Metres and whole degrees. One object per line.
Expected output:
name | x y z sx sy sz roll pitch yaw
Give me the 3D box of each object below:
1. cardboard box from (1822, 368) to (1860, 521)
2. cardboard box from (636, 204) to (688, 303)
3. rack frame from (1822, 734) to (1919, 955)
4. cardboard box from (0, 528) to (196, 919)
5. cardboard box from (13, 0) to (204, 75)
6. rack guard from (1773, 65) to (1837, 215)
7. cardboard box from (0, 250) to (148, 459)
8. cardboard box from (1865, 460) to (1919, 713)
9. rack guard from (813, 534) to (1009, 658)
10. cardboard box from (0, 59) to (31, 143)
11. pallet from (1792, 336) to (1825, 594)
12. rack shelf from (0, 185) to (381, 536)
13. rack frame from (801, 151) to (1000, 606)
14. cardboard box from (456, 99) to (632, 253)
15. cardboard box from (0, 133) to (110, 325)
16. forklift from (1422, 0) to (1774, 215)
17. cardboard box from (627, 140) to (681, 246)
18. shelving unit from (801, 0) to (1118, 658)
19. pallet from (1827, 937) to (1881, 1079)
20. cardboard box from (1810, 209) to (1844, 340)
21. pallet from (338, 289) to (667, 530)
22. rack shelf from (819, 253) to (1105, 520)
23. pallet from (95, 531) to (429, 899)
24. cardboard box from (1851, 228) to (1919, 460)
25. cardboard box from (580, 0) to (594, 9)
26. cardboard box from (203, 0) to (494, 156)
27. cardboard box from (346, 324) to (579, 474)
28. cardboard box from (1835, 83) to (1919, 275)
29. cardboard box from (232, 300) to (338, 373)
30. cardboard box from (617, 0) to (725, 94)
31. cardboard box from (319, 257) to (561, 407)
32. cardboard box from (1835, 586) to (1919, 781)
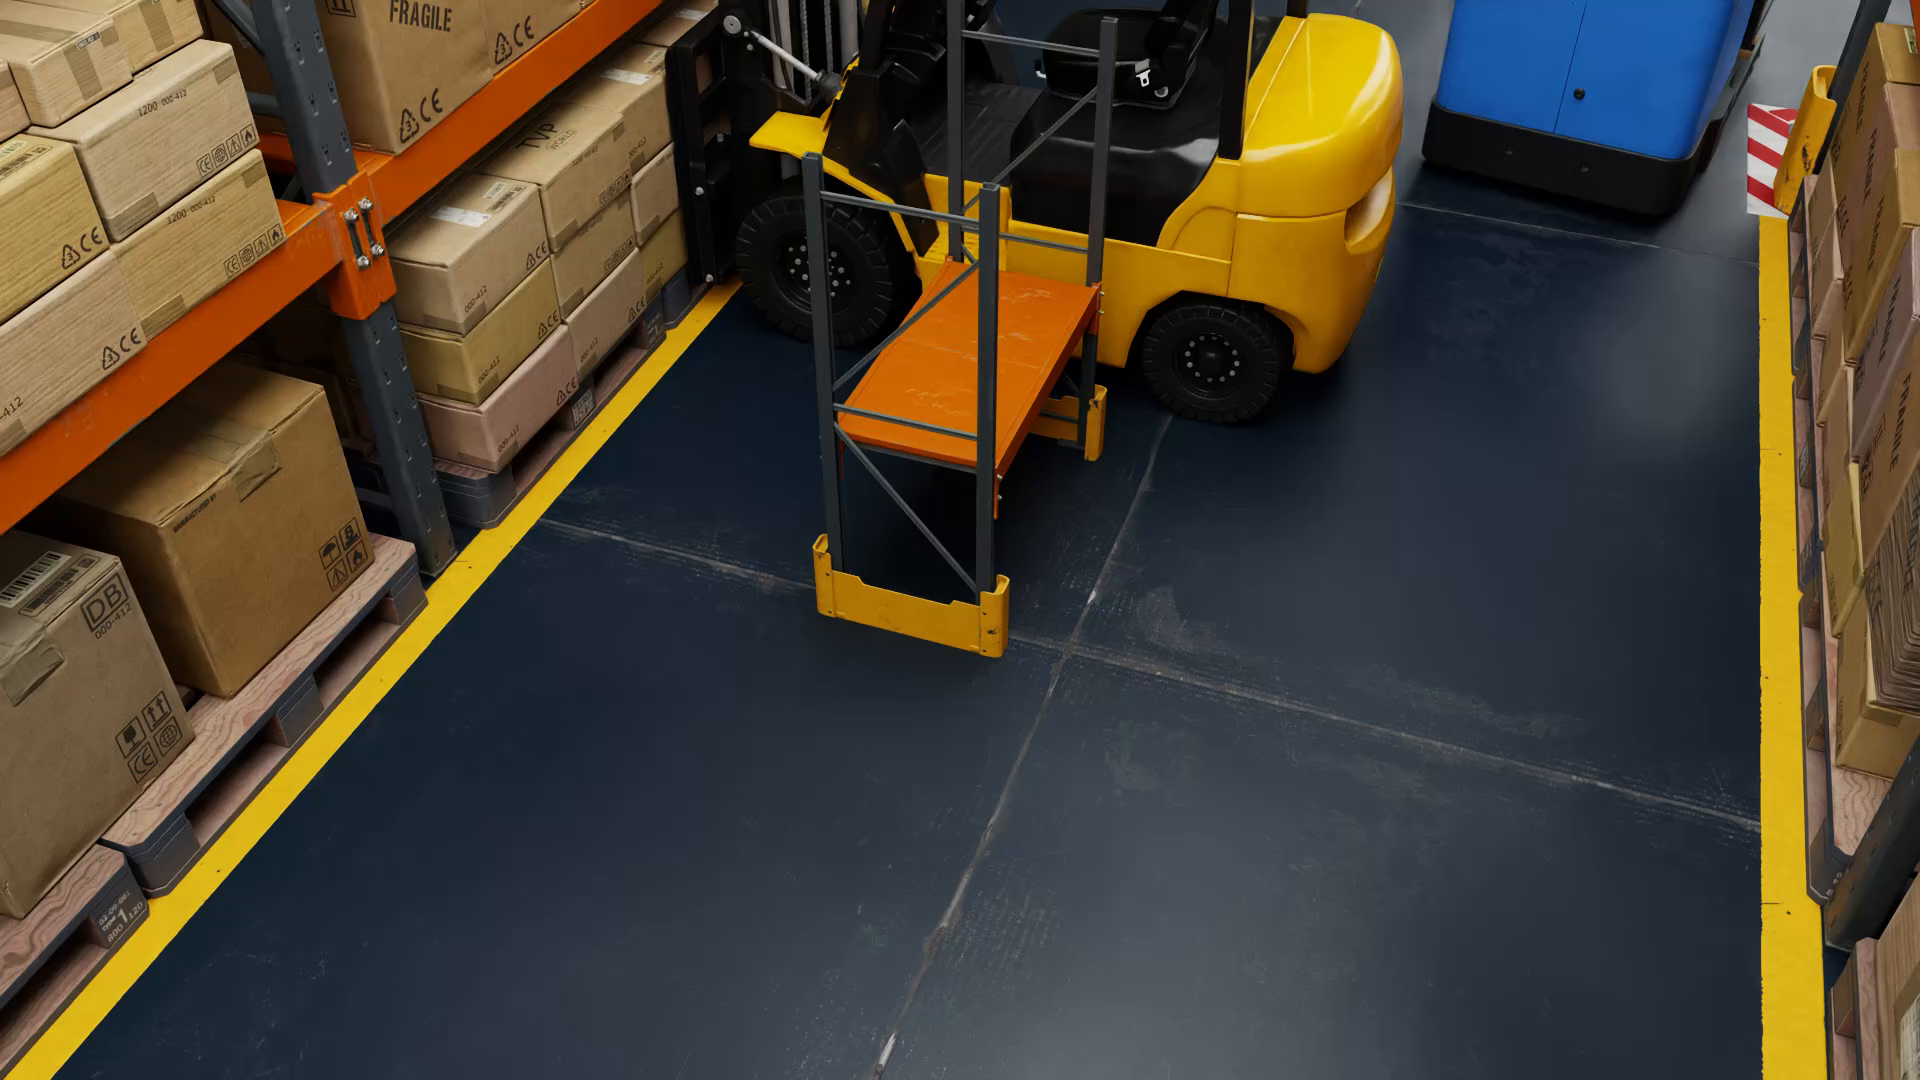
cardboard box | 2.910 -0.237 5.012 0.500 0.250 0.500 14 42 16
cardboard box | -1.260 -1.132 6.060 0.500 0.250 0.500 14 42 16
rack frame | 2.609 -0.067 3.018 1.000 3.000 0.127 13 42 15
cardboard box | -2.497 0.369 4.012 0.875 0.625 0.625 13 42 15
cardboard box | -1.964 -1.194 3.761 0.380 0.149 0.250 15 43 17
rack guard | 3.951 -1.510 6.634 1.175 0.500 0.348 13 42 15
cardboard box | -2.150 -0.436 3.566 0.500 0.250 0.500 13 42 15
cardboard box | 2.560 0.113 4.023 0.500 0.500 0.500 13 42 14
rack guard | -0.144 0.162 4.867 0.587 0.250 0.087 13 42 15
cardboard box | -2.169 -0.895 3.411 0.380 0.149 0.250 13 42 15
pallet | 3.221 -0.170 5.287 1.003 0.211 1.213 13 42 15
rack shelf | -2.740 0.327 3.110 1.077 0.370 4.000 13 42 15
rack frame | -0.145 -0.313 4.461 0.500 1.500 0.032 13 42 15
cardboard box | -1.412 -1.196 5.365 0.500 0.250 0.500 13 42 15
cardboard box | -2.153 -0.628 3.405 0.500 0.250 0.500 12 42 14
forklift | 3.127 -3.358 6.927 1.130 2.935 3.031 20 44 22
cardboard box | -1.248 -1.309 5.883 0.500 0.250 0.500 13 42 15
shelving unit | 0.026 -0.617 4.818 0.587 1.500 1.083 13 42 15
pallet | 2.345 1.469 3.366 1.003 0.211 1.213 13 42 15
cardboard box | 3.260 -0.880 5.766 0.500 0.250 0.500 15 43 17
pallet | -1.745 -0.582 5.769 1.003 0.211 1.213 13 42 15
rack shelf | 0.029 -0.486 4.941 0.538 0.185 1.000 13 42 15
pallet | -2.272 0.352 4.674 1.003 0.211 1.213 13 42 15
cardboard box | 2.905 -0.509 4.752 0.500 0.500 0.500 15 43 17
cardboard box | -1.325 -2.048 5.262 0.500 0.500 0.500 13 42 15
cardboard box | -1.659 -1.417 4.523 0.500 0.500 0.500 12 42 14
cardboard box | -1.580 -0.502 5.322 0.500 0.250 0.500 14 42 16
cardboard box | 3.259 -1.141 5.493 0.500 0.500 0.500 12 42 13
cardboard box | -2.082 -0.813 5.301 0.500 0.250 0.500 12 42 14
cardboard box | -1.066 -1.820 6.097 0.500 0.250 0.500 12 42 14
cardboard box | -1.601 -0.697 5.166 0.500 0.250 0.500 13 42 15
cardboard box | 2.559 0.399 4.266 0.500 0.250 0.500 15 43 17
